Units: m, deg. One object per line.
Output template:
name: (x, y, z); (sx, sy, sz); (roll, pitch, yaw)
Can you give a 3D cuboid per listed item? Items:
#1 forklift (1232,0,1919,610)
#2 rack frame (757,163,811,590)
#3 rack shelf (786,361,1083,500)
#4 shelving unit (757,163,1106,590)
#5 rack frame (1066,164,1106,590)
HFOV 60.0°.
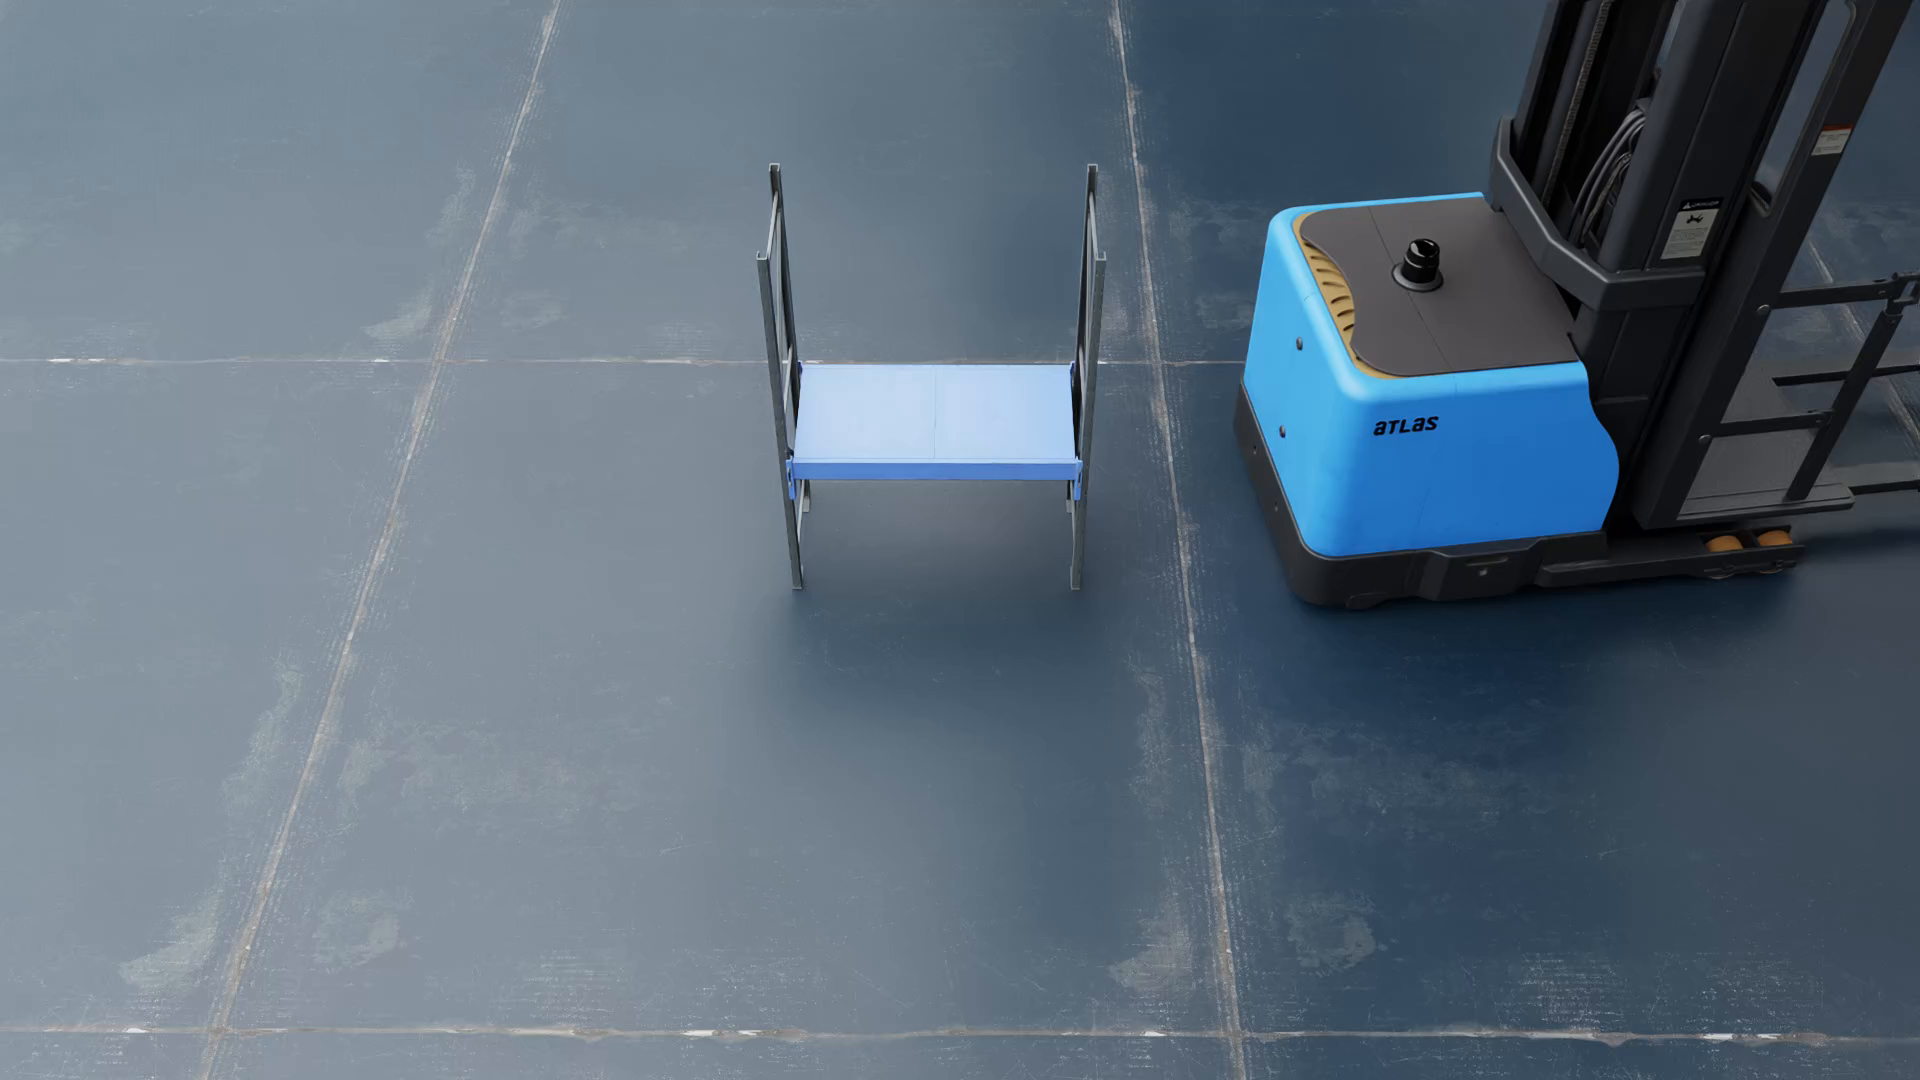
forklift: (2.636, -1.236, 5.398); (3.031, 2.935, 1.130); (-6, 47, -5)
rack frame: (-0.594, -0.513, 5.703); (0.032, 1.500, 0.500); (0, 47, 0)
rack shelf: (-0.085, -0.389, 5.833); (1.000, 0.185, 0.538); (0, 47, 0)
shelving unit: (-0.085, -0.511, 5.701); (1.048, 1.500, 0.538); (0, 47, 0)
rack frame: (0.423, -0.510, 5.700); (0.032, 1.500, 0.500); (0, 47, 0)
